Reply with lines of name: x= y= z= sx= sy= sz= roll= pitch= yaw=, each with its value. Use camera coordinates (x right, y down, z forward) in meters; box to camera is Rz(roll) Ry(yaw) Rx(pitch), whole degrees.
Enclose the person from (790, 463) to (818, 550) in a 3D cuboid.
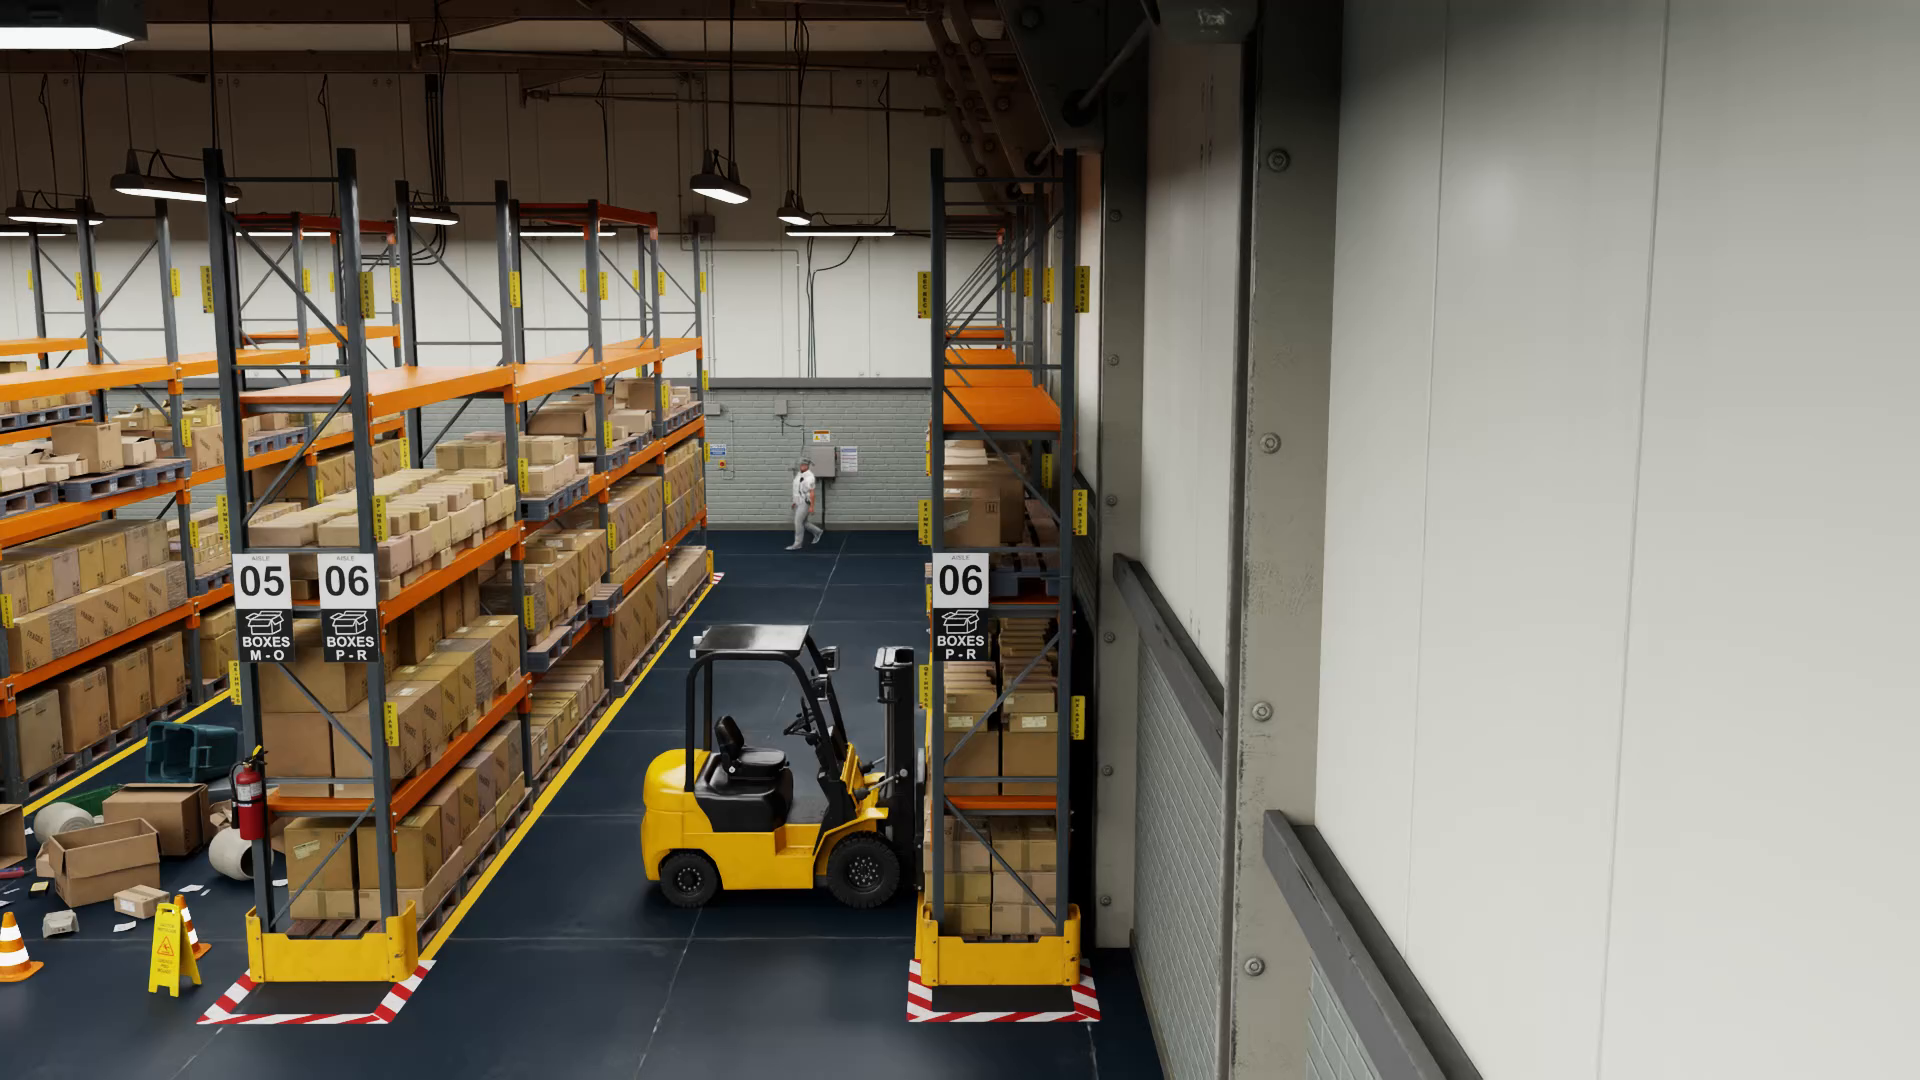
person: x=-2.947 y=-0.690 z=31.342 sx=0.630 sy=1.725 sz=0.612 roll=-9 pitch=13 yaw=-44
